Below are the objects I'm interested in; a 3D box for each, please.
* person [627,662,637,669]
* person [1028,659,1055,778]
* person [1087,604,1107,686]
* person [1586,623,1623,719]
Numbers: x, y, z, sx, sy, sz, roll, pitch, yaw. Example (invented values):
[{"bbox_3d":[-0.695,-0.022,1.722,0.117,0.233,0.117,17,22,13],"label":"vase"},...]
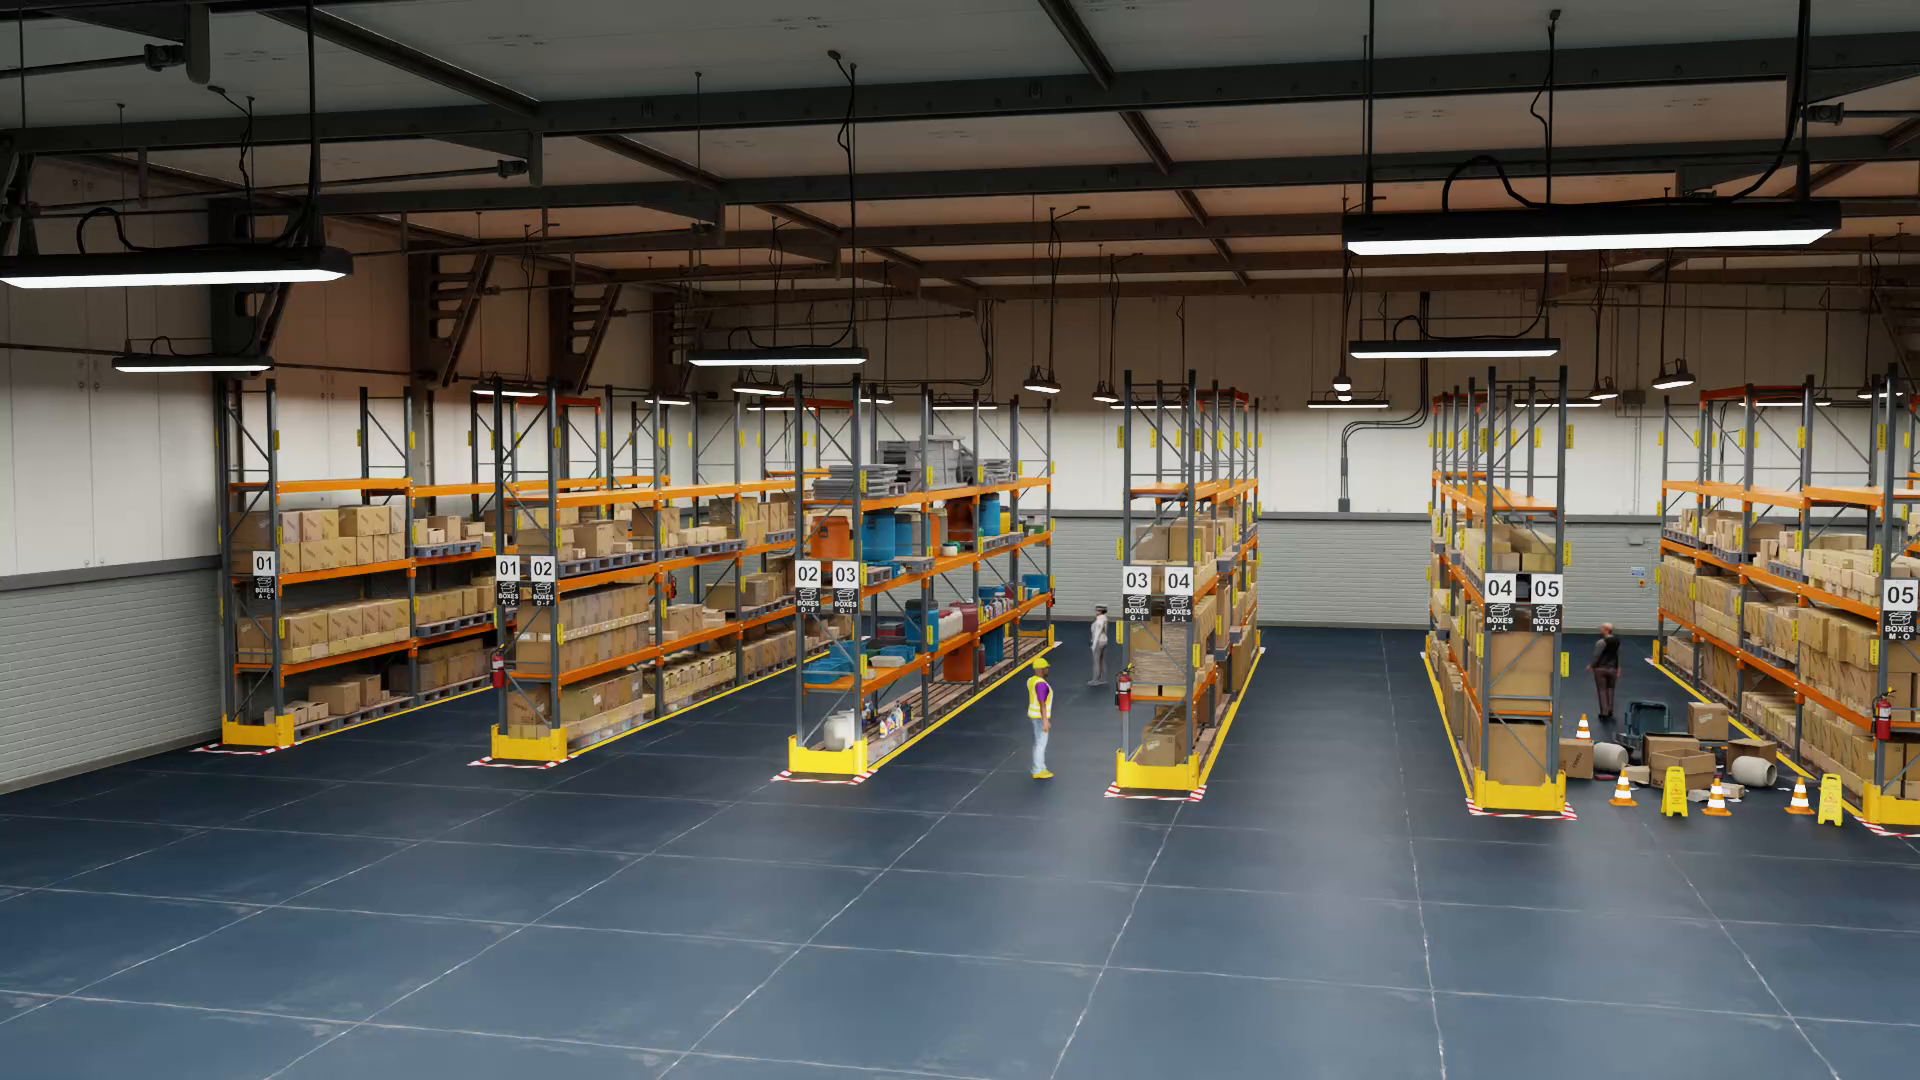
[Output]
[{"bbox_3d":[-7.175,1.996,36.088,0.634,1.768,0.730,-1,4,-21],"label":"person"},{"bbox_3d":[1.244,2.658,24.668,0.444,1.801,0.626,-1,3,-9],"label":"person"},{"bbox_3d":[2.800,2.140,33.923,0.380,1.665,0.547,1,4,22],"label":"person"},{"bbox_3d":[11.567,2.351,29.811,0.610,1.748,0.689,0,3,8],"label":"person"}]
